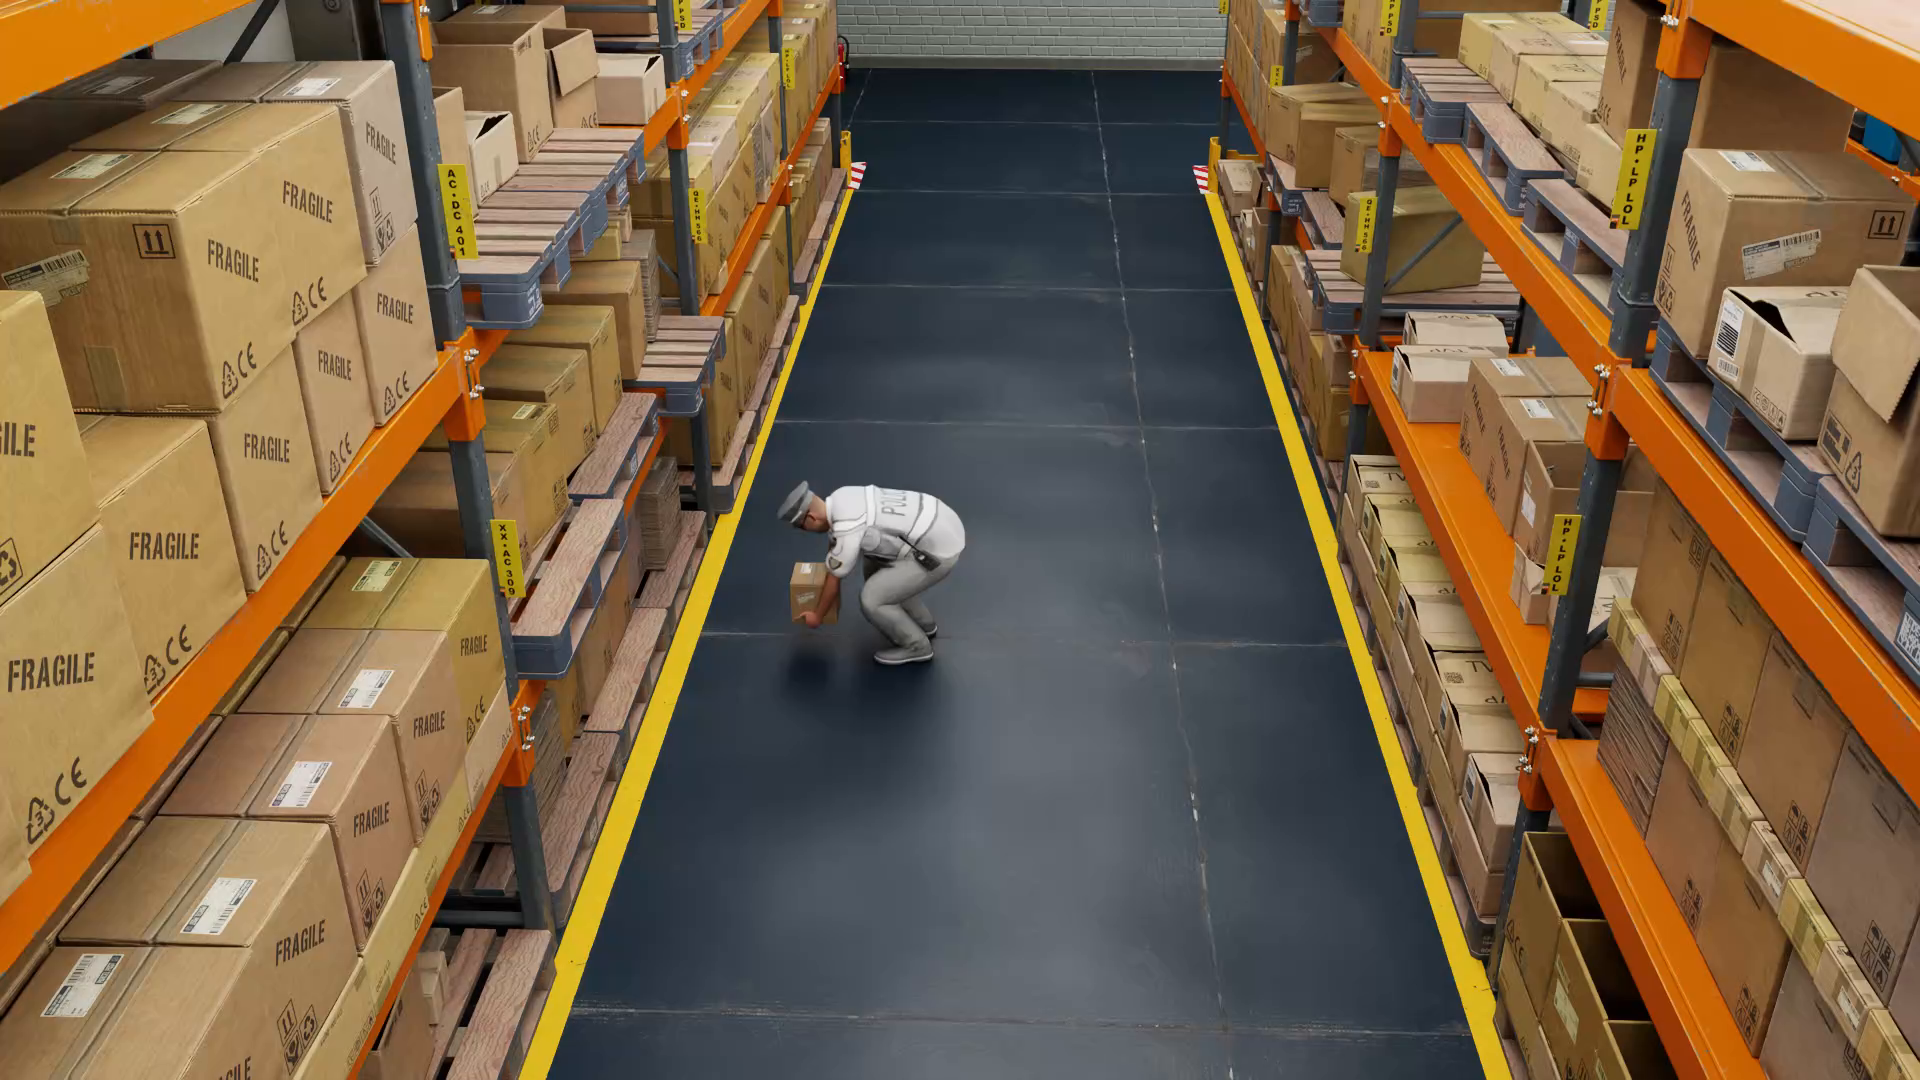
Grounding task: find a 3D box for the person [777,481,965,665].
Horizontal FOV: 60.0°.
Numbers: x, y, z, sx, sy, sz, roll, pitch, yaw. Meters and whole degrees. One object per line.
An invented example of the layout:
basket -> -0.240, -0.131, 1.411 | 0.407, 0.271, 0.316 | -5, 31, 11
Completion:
person -> -0.479, 0.147, 9.122 | 1.015, 1.023, 0.540 | 0, 28, 0
